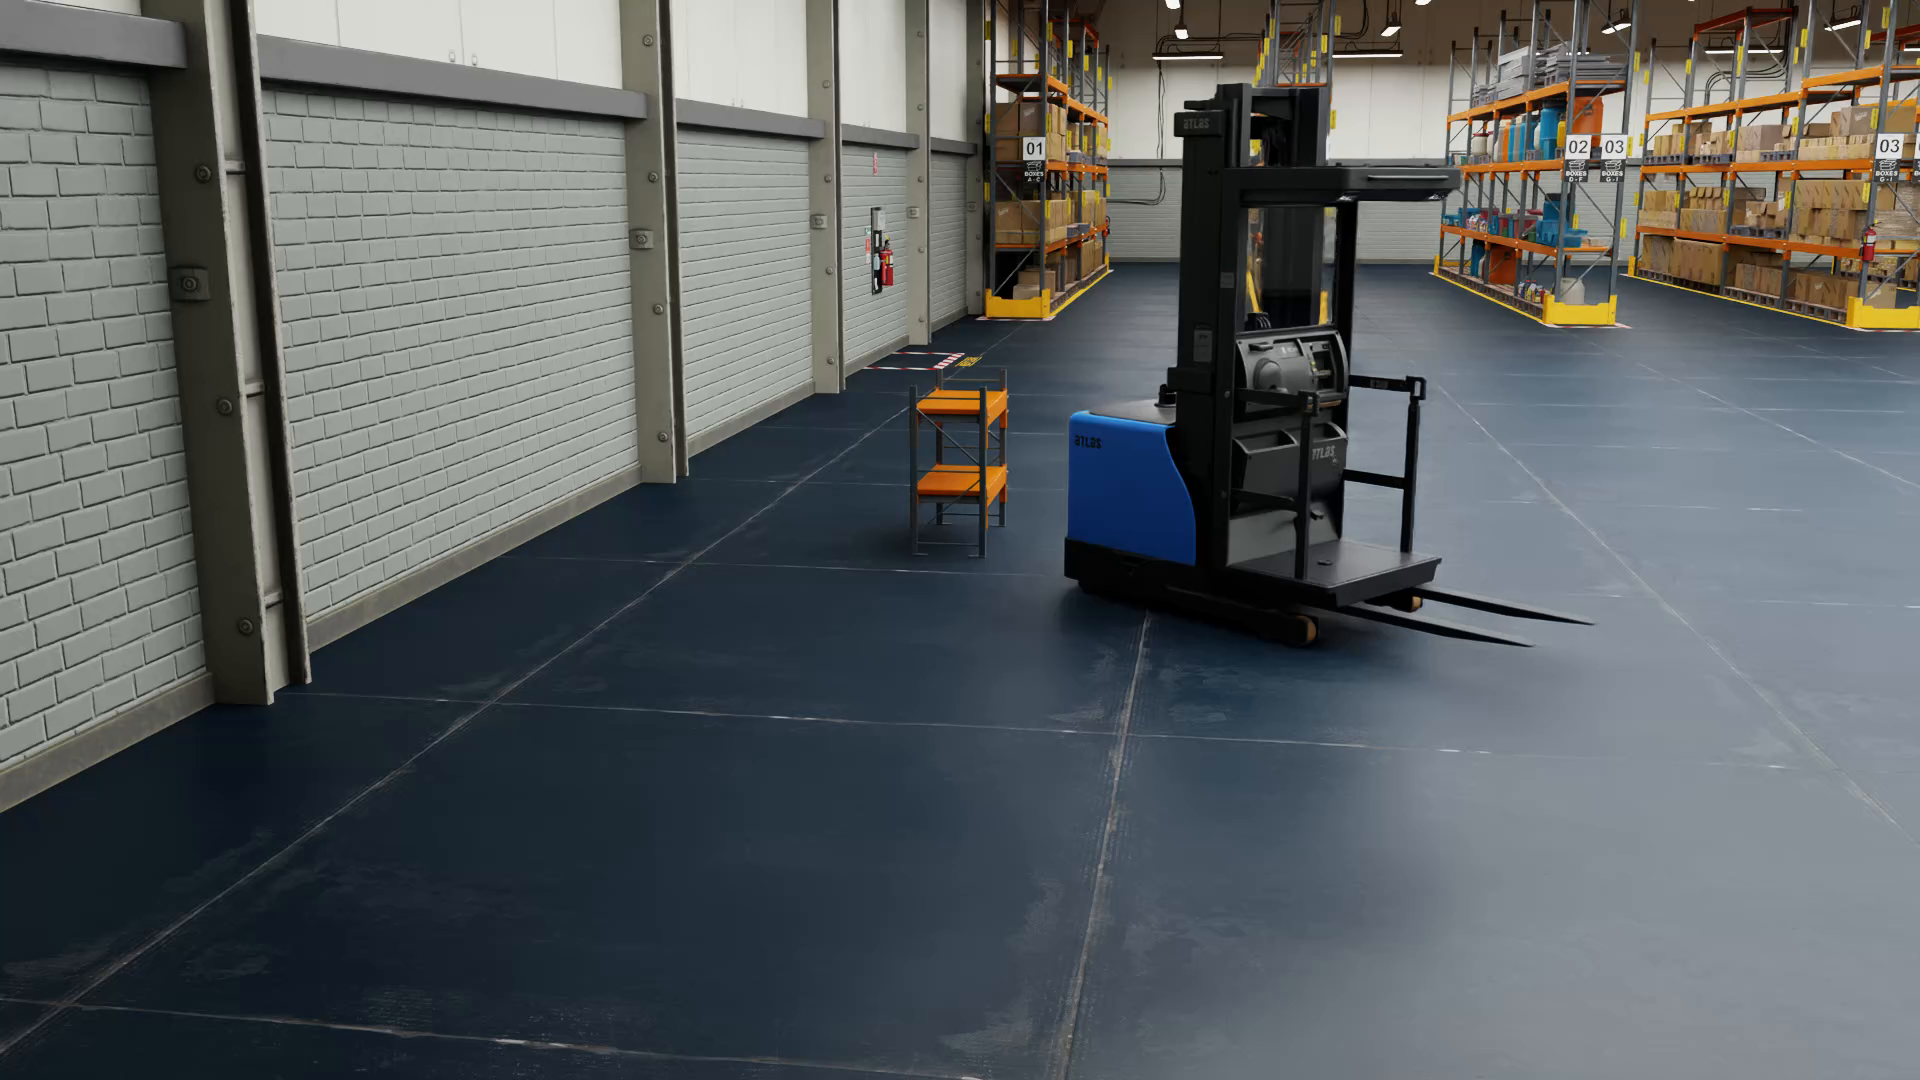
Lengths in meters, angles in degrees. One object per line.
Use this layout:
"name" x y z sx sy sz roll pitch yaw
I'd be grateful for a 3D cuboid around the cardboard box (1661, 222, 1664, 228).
"cardboard box" 17.452 -7.735 40.863 0.380 0.149 0.250 2 12 10

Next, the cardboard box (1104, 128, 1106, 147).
"cardboard box" 3.573 -10.633 43.933 0.500 0.500 0.500 2 12 10

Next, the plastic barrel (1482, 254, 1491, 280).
"plastic barrel" 12.294 -6.262 38.156 0.600 0.588 0.708 2 12 9

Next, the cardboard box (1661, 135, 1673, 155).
"cardboard box" 17.922 -9.840 41.439 0.700 0.500 0.500 1 12 5

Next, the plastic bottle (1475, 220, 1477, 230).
"plastic bottle" 11.992 -7.299 38.547 0.097 0.271 0.097 0 12 0

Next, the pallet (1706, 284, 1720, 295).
"pallet" 17.152 -5.536 36.679 1.003 0.211 1.213 2 12 9

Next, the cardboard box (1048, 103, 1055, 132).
"cardboard box" 1.469 -7.742 30.520 0.500 0.500 0.500 2 12 8

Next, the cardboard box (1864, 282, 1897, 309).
"cardboard box" 15.838 -4.185 28.728 0.500 0.500 0.500 4 13 19

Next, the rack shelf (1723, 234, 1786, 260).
"rack shelf" 16.648 -5.969 33.779 1.077 0.370 4.000 2 12 9

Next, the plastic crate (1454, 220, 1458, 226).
"plastic crate" 12.648 -8.003 41.992 0.293 0.136 0.466 2 12 9

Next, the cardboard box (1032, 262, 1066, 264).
"cardboard box" 1.903 -5.747 35.930 0.700 0.500 0.500 2 12 9

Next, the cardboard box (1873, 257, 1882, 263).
"cardboard box" 22.353 -6.791 40.241 0.380 0.149 0.250 1 12 6

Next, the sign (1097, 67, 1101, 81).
"sign" 3.426 -11.464 40.924 0.100 0.325 0.005 2 12 9

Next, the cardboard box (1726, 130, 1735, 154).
"cardboard box" 16.979 -8.589 35.864 0.797 0.503 0.637 3 12 12

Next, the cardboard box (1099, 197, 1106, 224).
"cardboard box" 3.435 -8.924 45.071 0.980 0.700 0.700 2 12 11

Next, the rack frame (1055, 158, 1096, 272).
"rack frame" 2.888 -8.051 41.733 1.000 3.000 0.127 2 12 9

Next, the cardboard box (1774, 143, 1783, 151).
"cardboard box" 16.530 -7.856 33.262 0.380 0.166 0.250 2 12 7

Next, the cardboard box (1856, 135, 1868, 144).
"cardboard box" 15.550 -6.839 28.395 0.380 0.149 0.250 1 12 6

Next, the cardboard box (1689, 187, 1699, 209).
"cardboard box" 17.481 -7.976 38.765 0.797 0.503 0.637 2 12 7

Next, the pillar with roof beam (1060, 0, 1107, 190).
"pillar with roof beam" 7.318 -12.267 47.056 9.100 9.000 0.548 2 12 9

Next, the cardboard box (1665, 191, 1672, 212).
"cardboard box" 17.459 -8.217 40.372 0.500 0.500 0.500 2 12 9

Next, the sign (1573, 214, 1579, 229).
"sign" 11.989 -6.180 32.394 0.100 0.325 0.005 2 12 9

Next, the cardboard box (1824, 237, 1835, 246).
"cardboard box" 15.692 -5.331 29.705 0.380 0.149 0.250 2 12 9

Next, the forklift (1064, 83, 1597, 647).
"forklift" 1.996 -0.986 9.110 1.130 2.935 3.031 -11 16 -41

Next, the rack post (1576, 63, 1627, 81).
"rack post" 11.074 -8.074 28.784 0.937 0.300 0.954 3 13 15

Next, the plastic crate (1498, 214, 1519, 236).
"plastic crate" 11.511 -6.603 34.858 0.402 0.464 0.583 2 12 9

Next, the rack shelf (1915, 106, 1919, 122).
"rack shelf" 22.149 -9.357 36.210 1.077 0.370 4.000 2 12 9

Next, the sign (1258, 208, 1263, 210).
"sign" 6.015 -6.769 33.223 0.100 0.325 0.005 2 12 9

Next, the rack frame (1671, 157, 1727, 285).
"rack frame" 17.571 -7.570 39.499 1.000 3.000 0.127 2 12 9

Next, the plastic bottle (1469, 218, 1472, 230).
"plastic bottle" 12.128 -7.484 39.406 0.097 0.271 0.097 0 12 0

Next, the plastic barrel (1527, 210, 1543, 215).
"plastic barrel" 11.990 -6.566 34.520 0.433 0.535 0.433 0 12 0

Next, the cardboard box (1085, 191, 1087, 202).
"cardboard box" 2.679 -7.987 38.665 0.500 0.250 0.500 2 12 8

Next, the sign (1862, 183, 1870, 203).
"sign" 15.180 -5.815 27.855 0.100 0.325 0.005 2 12 9

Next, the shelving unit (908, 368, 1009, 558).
"shelving unit" 0.001 -0.551 11.381 0.538 1.125 1.048 2 12 9

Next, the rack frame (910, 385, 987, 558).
"rack frame" -0.077 -0.445 10.890 0.500 1.125 0.032 2 12 9

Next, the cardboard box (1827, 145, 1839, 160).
"cardboard box" 15.782 -6.889 29.575 0.500 0.250 0.500 2 12 8

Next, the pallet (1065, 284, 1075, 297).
"pallet" 1.961 -5.440 36.234 1.003 0.211 1.213 2 12 9

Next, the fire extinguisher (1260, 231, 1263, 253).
"fire extinguisher" 5.461 -5.346 29.365 0.296 0.674 0.183 2 12 9

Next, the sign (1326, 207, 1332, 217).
"sign" 6.485 -5.836 29.212 0.100 0.325 0.005 2 12 9

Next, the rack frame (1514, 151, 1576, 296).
"rack frame" 11.447 -6.065 32.516 1.000 3.000 0.127 2 12 9

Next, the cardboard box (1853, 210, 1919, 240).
"cardboard box" 15.837 -5.380 28.393 0.875 0.500 0.500 2 12 9

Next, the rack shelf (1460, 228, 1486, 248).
"rack shelf" 12.370 -6.962 38.388 1.077 0.370 4.000 2 12 9

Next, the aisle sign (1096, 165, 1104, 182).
"aisle sign" 3.811 -10.160 45.347 0.394 0.787 0.004 2 12 9

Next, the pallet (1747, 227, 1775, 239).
"pallet" 16.692 -6.230 33.737 1.003 0.211 1.213 2 12 9

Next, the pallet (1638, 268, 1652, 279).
"pallet" 18.141 -6.870 42.872 1.003 0.211 1.213 2 12 9

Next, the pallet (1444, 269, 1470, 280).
"pallet" 12.937 -6.776 42.435 1.003 0.211 1.213 2 12 9

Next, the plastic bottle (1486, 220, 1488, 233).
"plastic bottle" 11.703 -6.939 36.847 0.061 0.283 0.133 2 12 9

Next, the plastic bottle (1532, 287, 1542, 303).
"plastic bottle" 10.747 -4.564 30.972 0.152 0.276 0.135 2 12 9

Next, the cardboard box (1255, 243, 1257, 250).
"cardboard box" 7.314 -6.950 39.733 0.500 0.250 0.500 2 12 9

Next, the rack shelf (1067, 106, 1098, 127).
"rack shelf" 2.580 -10.021 39.287 1.077 0.370 4.000 2 12 9
